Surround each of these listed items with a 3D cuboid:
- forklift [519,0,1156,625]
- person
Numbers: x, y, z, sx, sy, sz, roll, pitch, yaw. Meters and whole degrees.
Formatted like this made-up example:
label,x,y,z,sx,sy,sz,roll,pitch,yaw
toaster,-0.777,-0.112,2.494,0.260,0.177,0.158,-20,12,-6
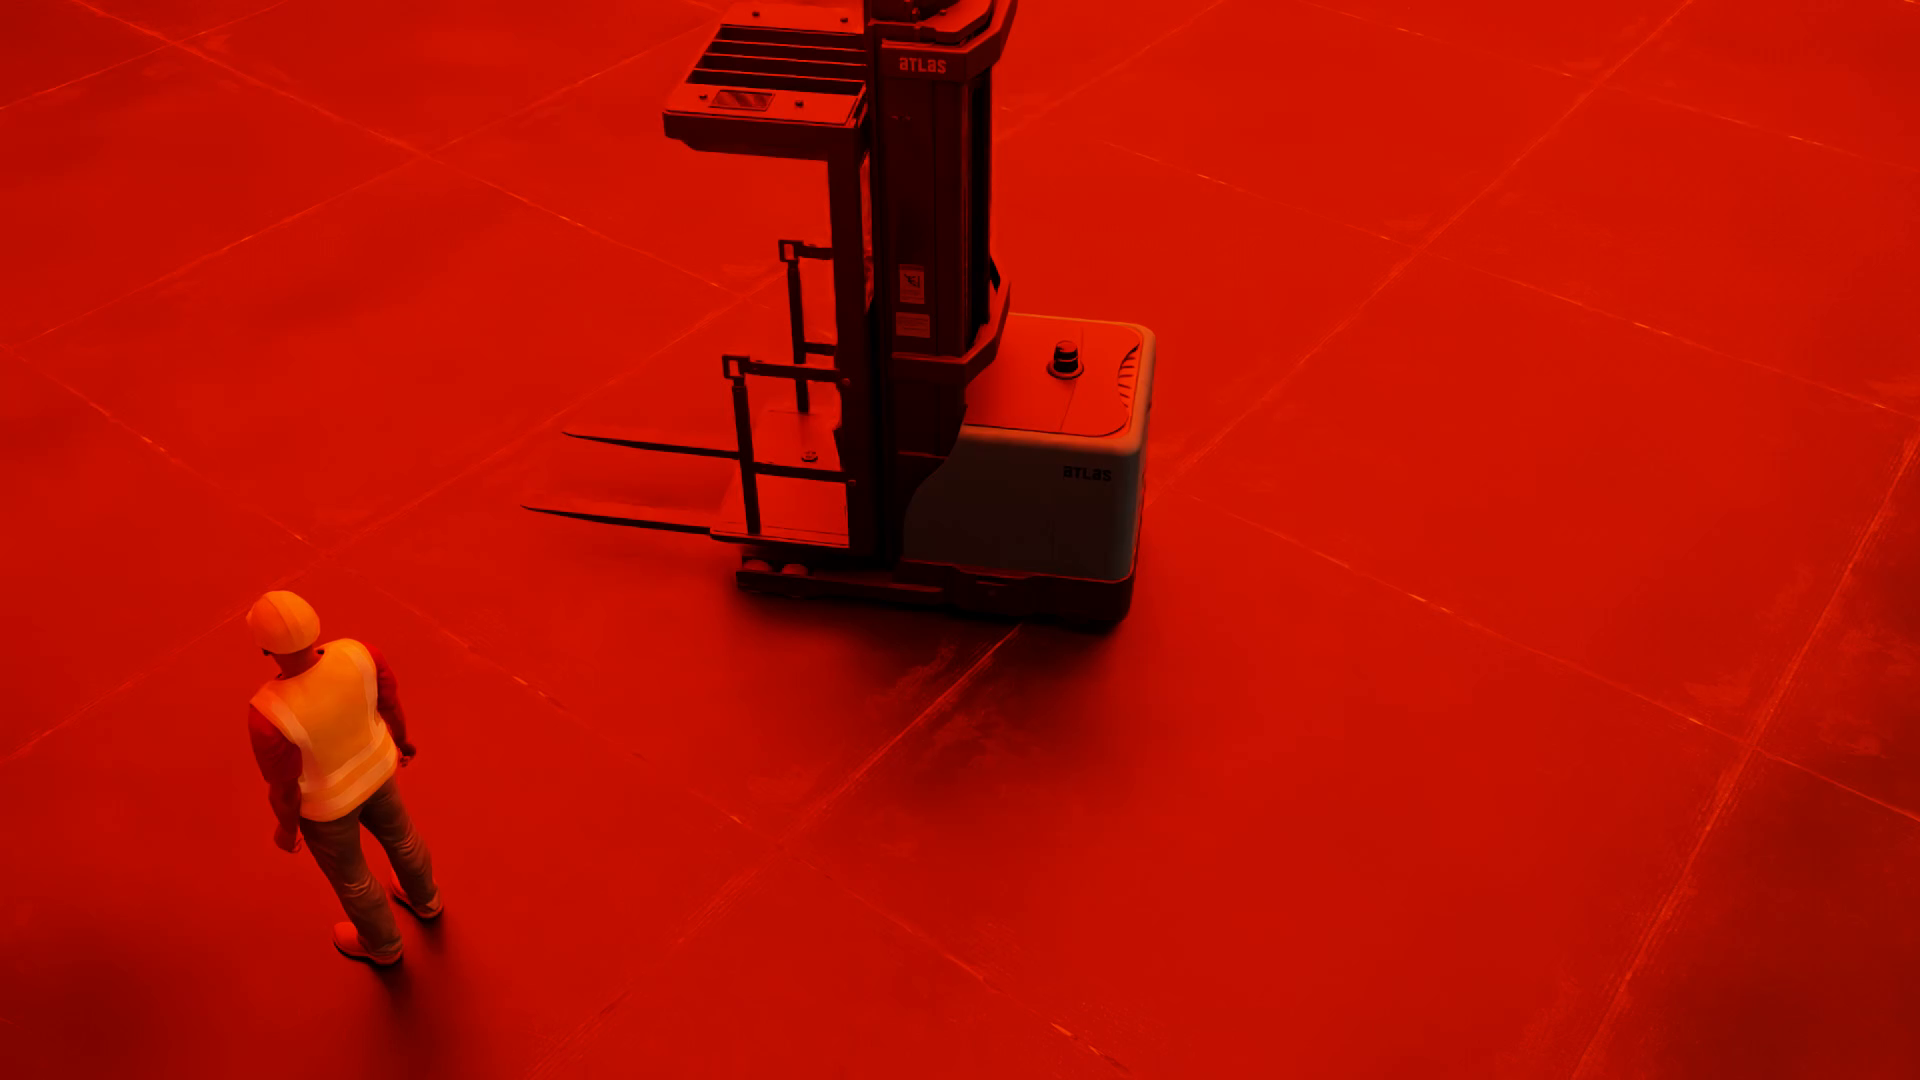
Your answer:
label,x,y,z,sx,sy,sz,roll,pitch,yaw
forklift,-0.625,-1.170,7.446,3.031,2.935,1.130,6,41,7
person,-2.235,0.852,5.974,0.381,1.771,0.600,23,46,25
